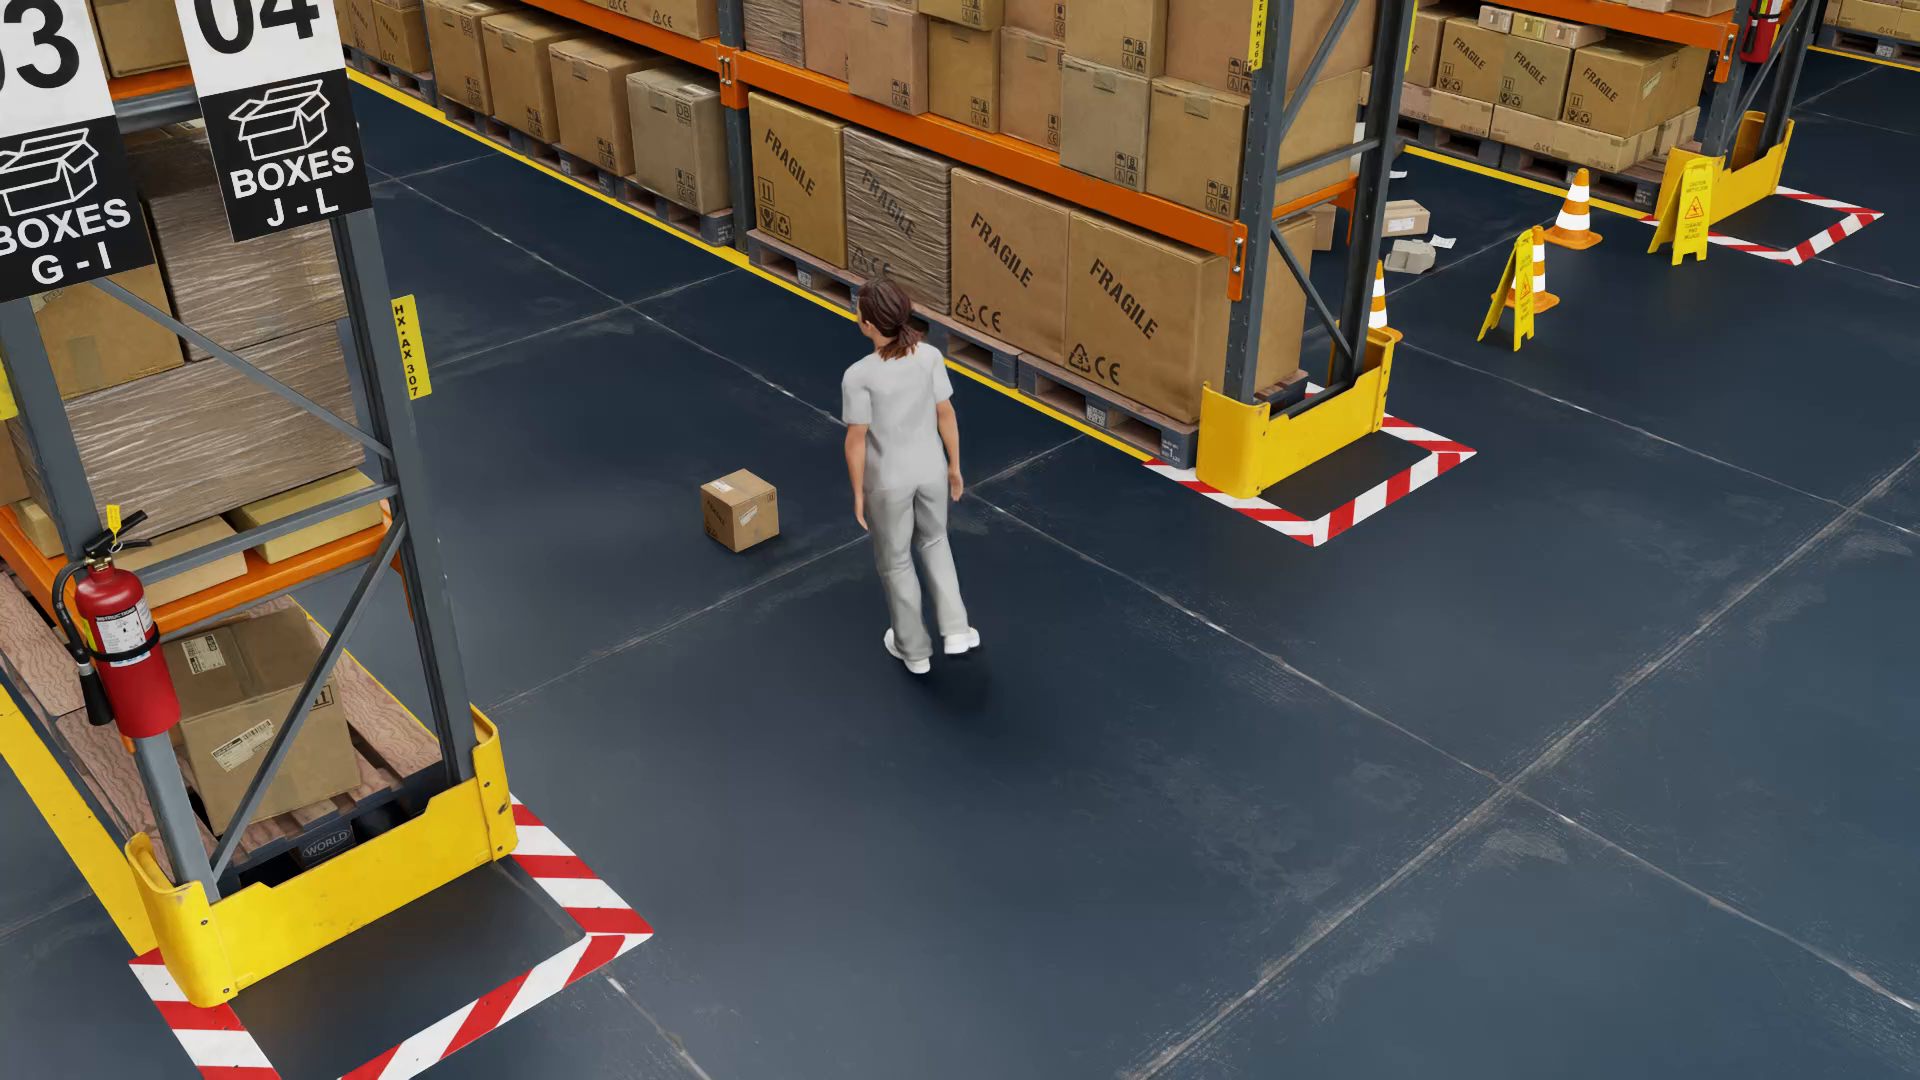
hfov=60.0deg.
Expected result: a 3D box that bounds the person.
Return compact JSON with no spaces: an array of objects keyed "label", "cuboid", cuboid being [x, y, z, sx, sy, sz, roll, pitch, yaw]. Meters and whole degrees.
[{"label":"person","cuboid":[-0.182,-0.194,6.448,0.507,1.665,0.516,-15,35,-23]}]
